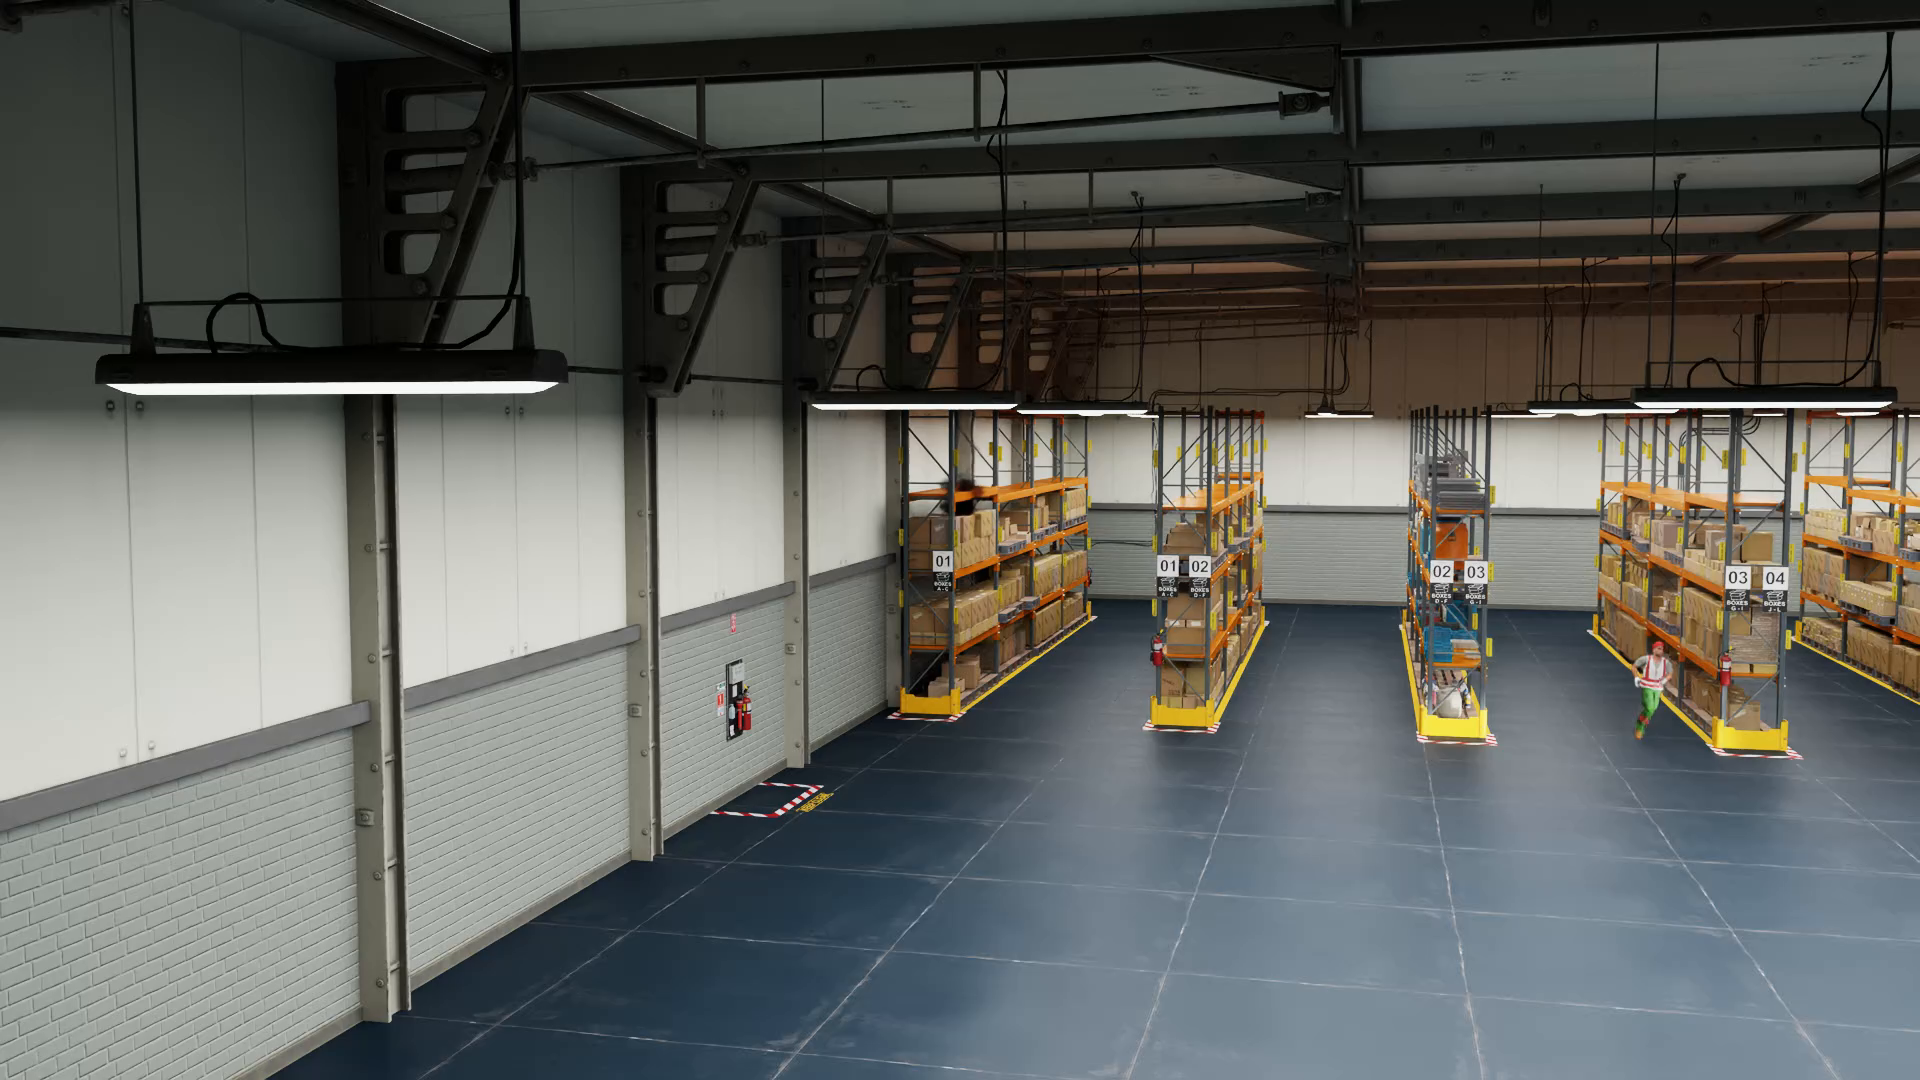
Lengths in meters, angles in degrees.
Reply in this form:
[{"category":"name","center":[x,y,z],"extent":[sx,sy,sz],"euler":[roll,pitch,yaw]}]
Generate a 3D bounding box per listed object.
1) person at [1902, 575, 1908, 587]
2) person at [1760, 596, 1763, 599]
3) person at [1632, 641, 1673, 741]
[{"category":"person","center":[23.865,1.784,42.049],"extent":[0.686,1.787,1.036],"euler":[0,4,0]},{"category":"person","center":[20.136,1.965,41.419],"extent":[0.583,1.626,0.683],"euler":[1,4,19]},{"category":"person","center":[12.455,2.705,29.880],"extent":[0.675,1.786,0.664],"euler":[0,4,0]}]
